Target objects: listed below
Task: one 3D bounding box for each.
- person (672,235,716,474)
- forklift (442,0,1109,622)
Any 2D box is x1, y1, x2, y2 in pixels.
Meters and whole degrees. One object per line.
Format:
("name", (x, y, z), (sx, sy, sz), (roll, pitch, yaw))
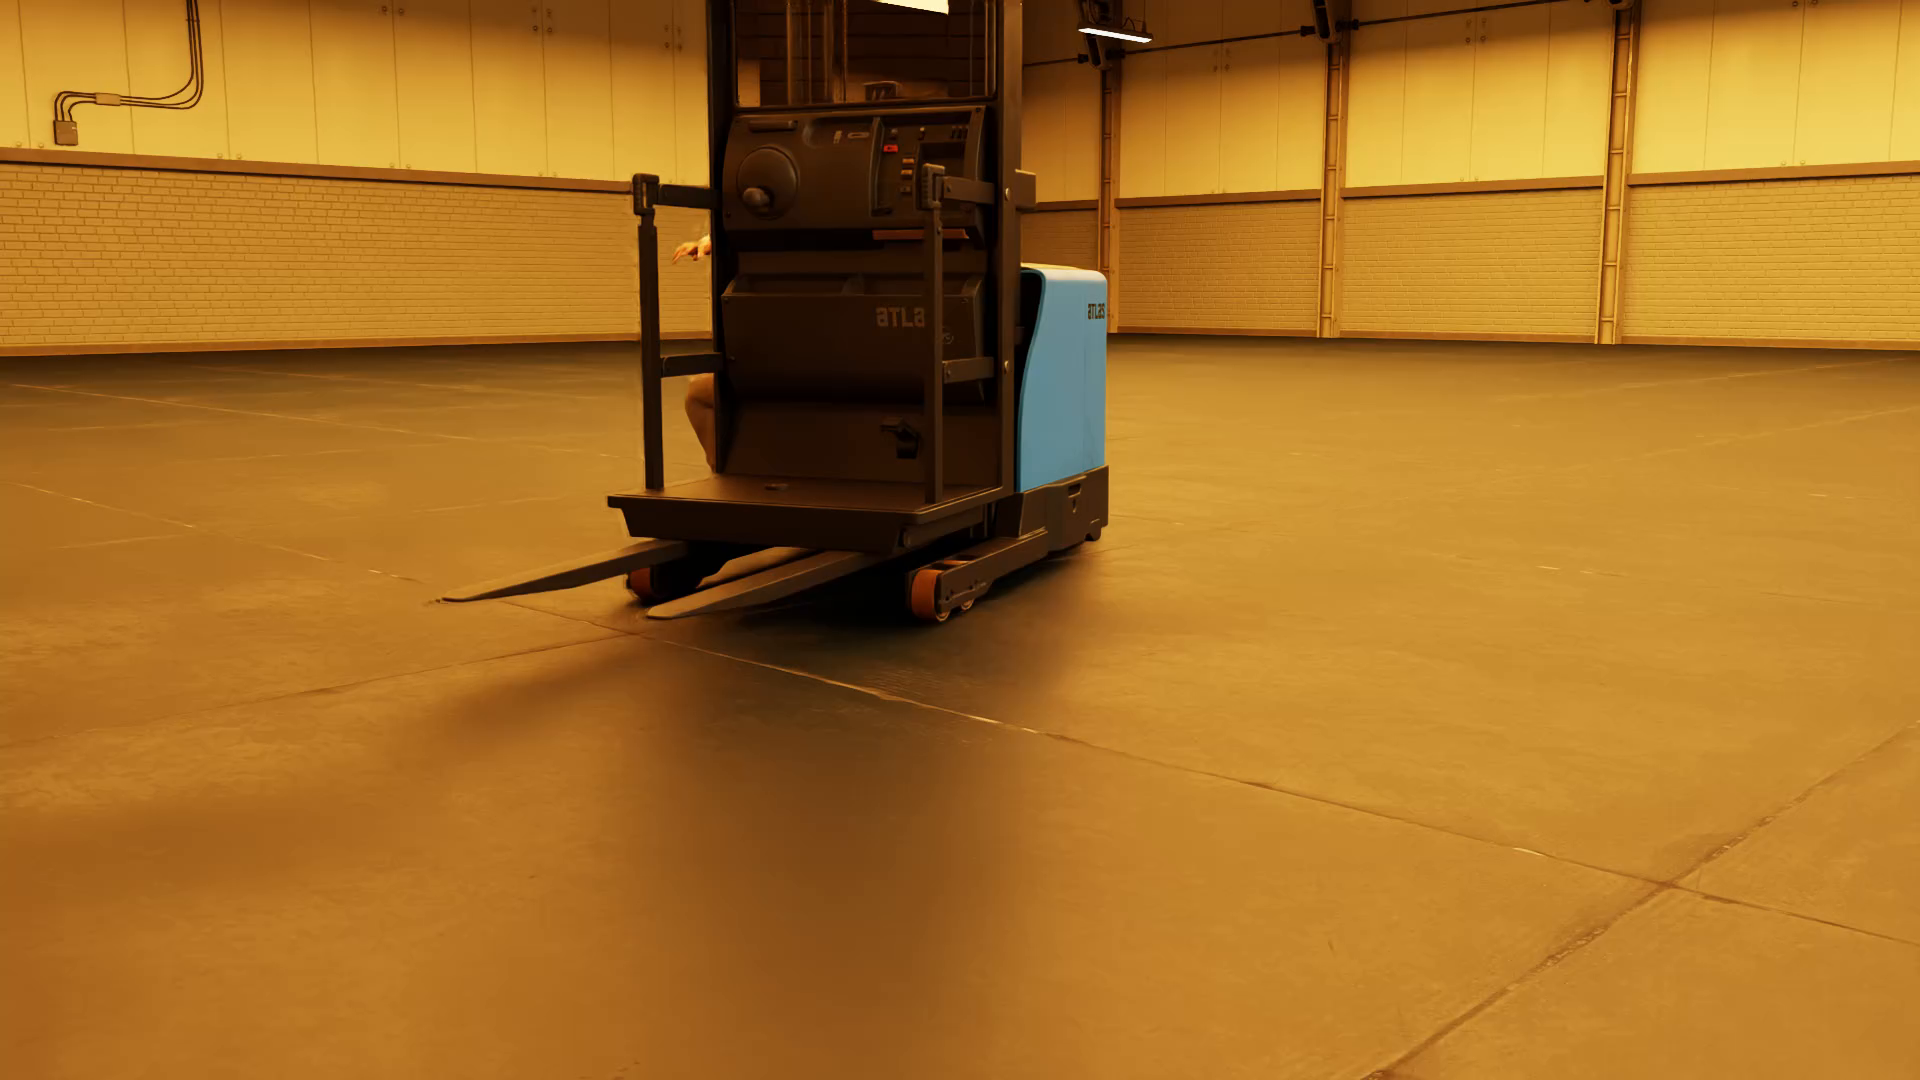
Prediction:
("person", (-0.934, -0.809, 7.386), (0.975, 1.483, 0.812), (5, 10, 28))
("forklift", (-0.437, -1.270, 5.306), (1.130, 2.935, 3.031), (3, 9, 22))
